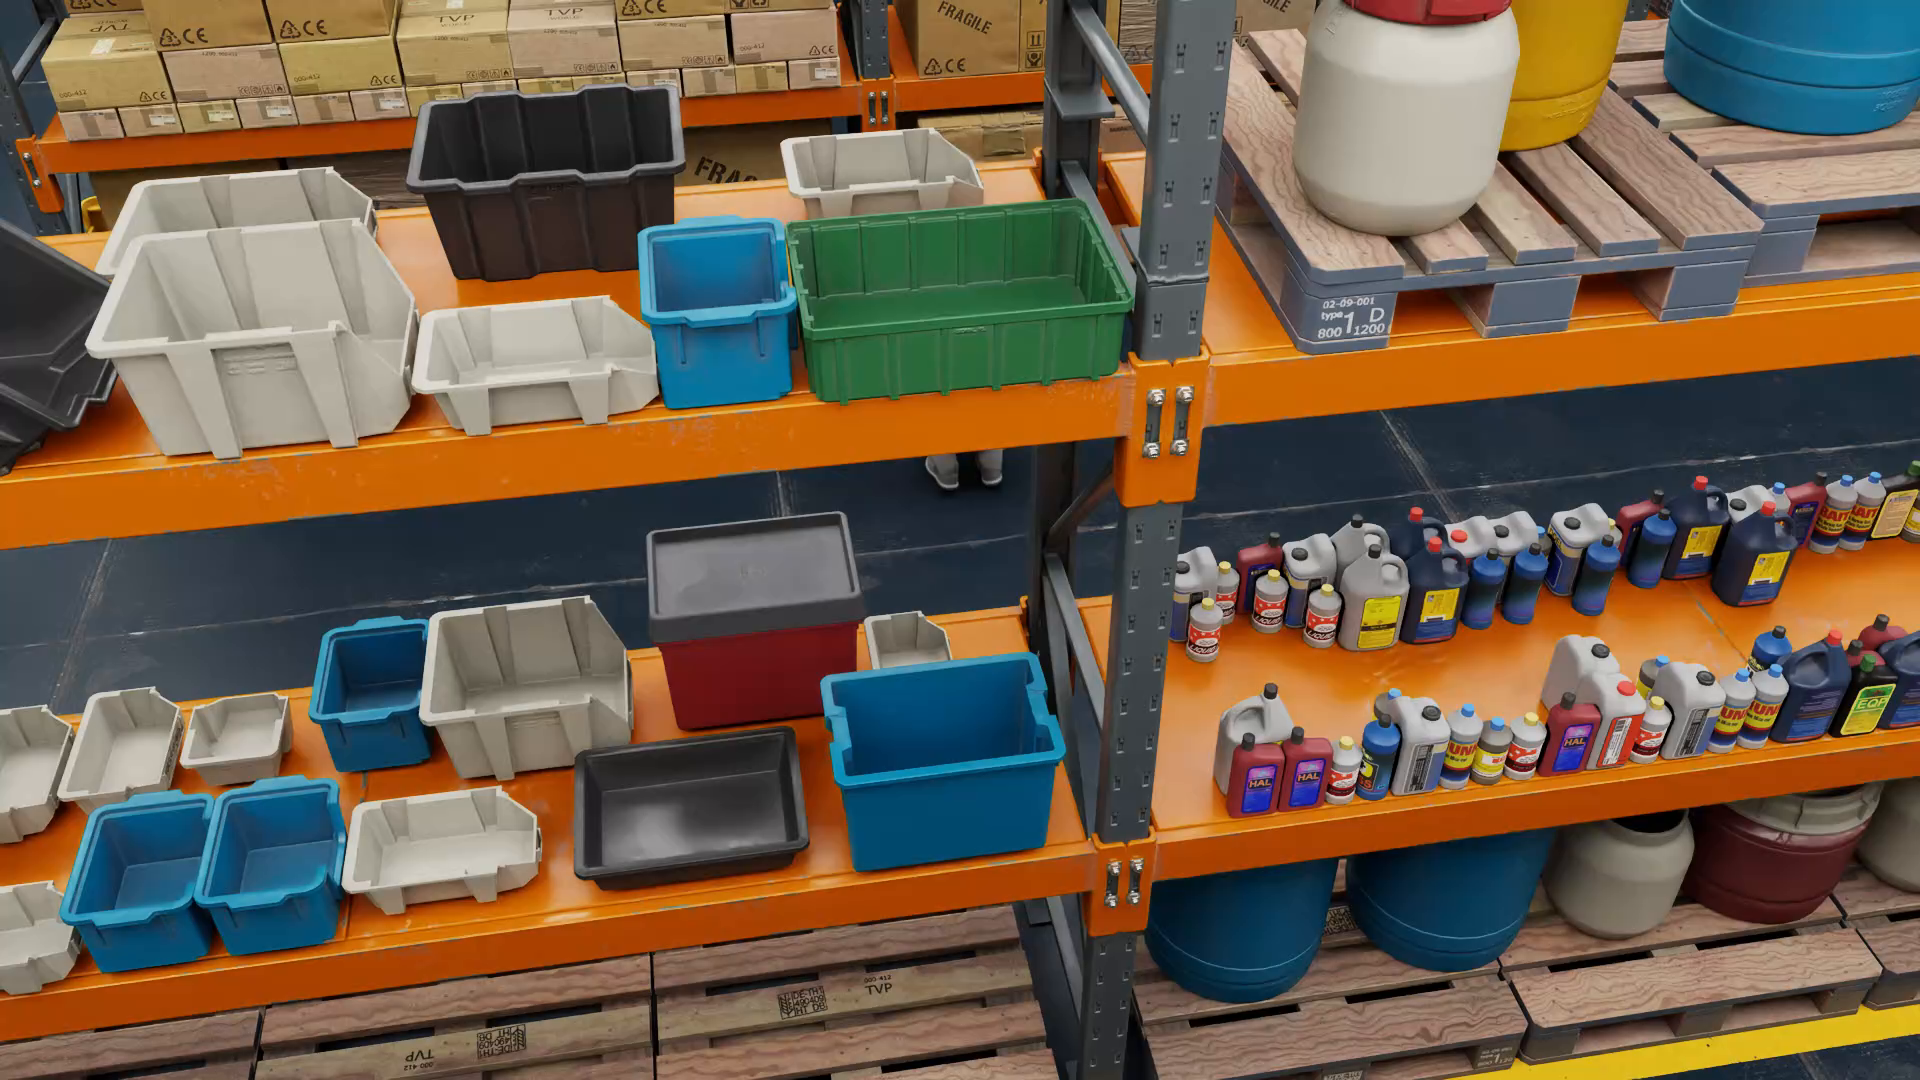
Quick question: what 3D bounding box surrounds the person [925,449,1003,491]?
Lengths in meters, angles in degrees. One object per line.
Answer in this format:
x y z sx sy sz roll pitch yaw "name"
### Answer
0.013 -0.735 7.642 0.509 0.957 0.823 -7 39 -8 "person"
